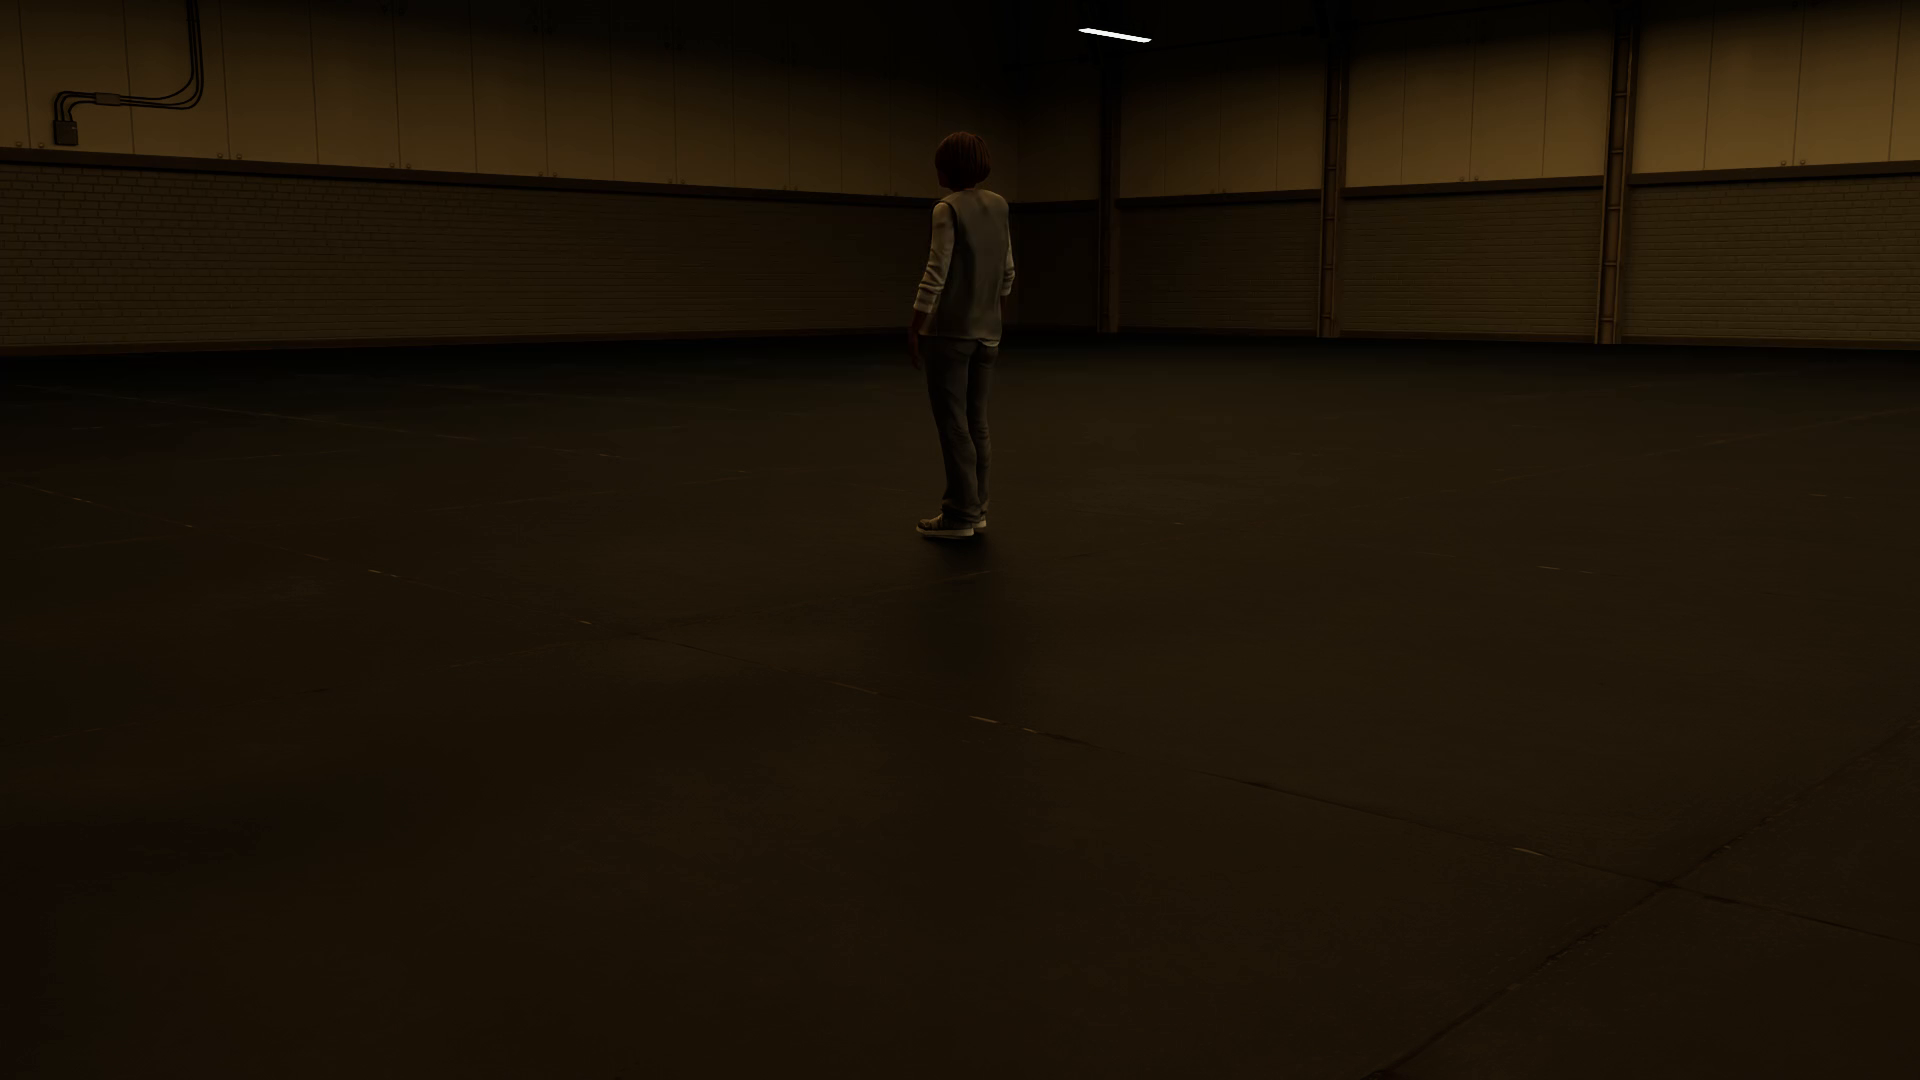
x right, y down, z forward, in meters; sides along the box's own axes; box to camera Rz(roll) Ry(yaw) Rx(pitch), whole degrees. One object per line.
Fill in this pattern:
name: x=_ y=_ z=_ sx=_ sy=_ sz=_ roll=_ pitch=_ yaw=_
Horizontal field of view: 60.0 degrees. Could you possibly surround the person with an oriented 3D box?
person: x=-0.044 y=-0.806 z=6.659 sx=0.473 sy=1.599 sz=0.520 roll=8 pitch=12 yaw=43
